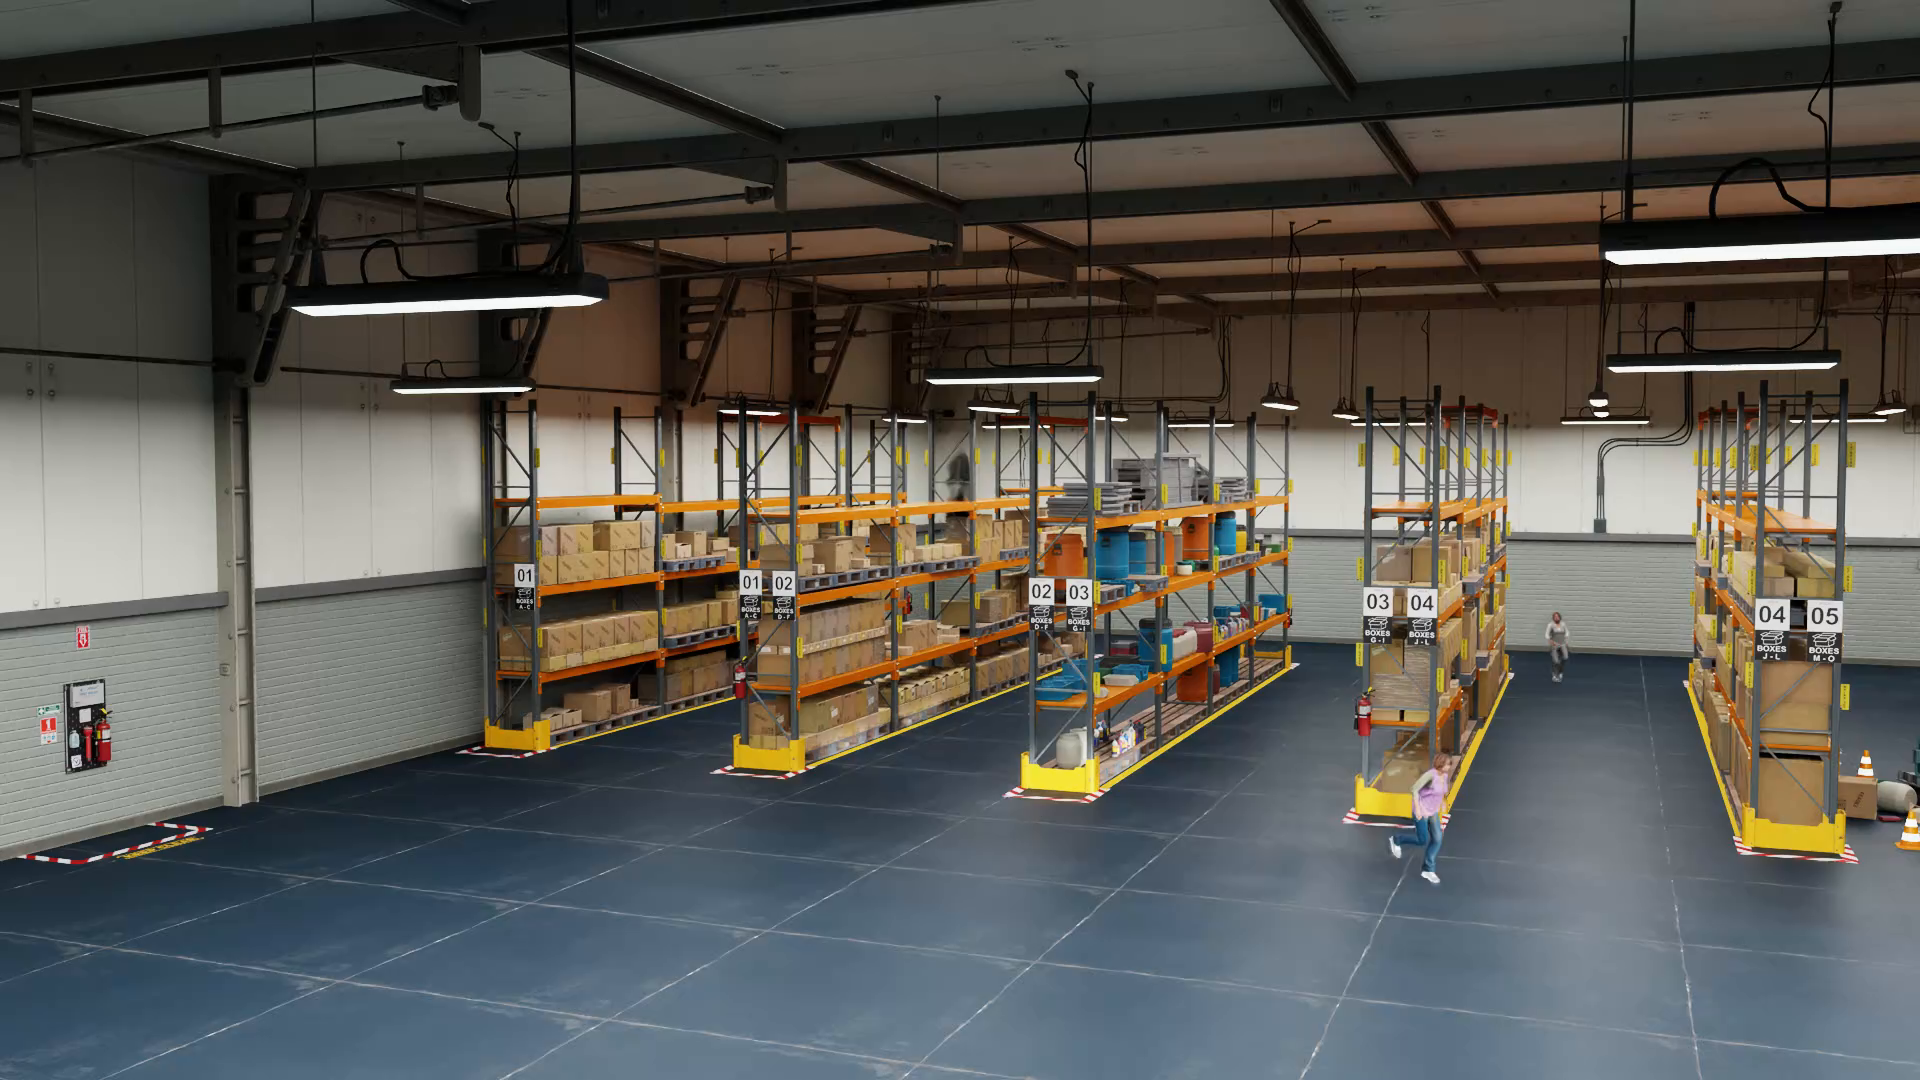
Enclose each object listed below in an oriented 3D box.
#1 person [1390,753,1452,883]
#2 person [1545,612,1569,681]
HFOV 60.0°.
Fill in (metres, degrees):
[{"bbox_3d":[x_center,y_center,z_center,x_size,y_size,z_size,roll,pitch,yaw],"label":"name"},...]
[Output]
[{"bbox_3d":[5.511,3.277,19.896,0.539,1.546,0.815,-3,4,-43],"label":"person"},{"bbox_3d":[13.340,2.384,37.095,0.561,1.563,0.562,0,3,2],"label":"person"}]
